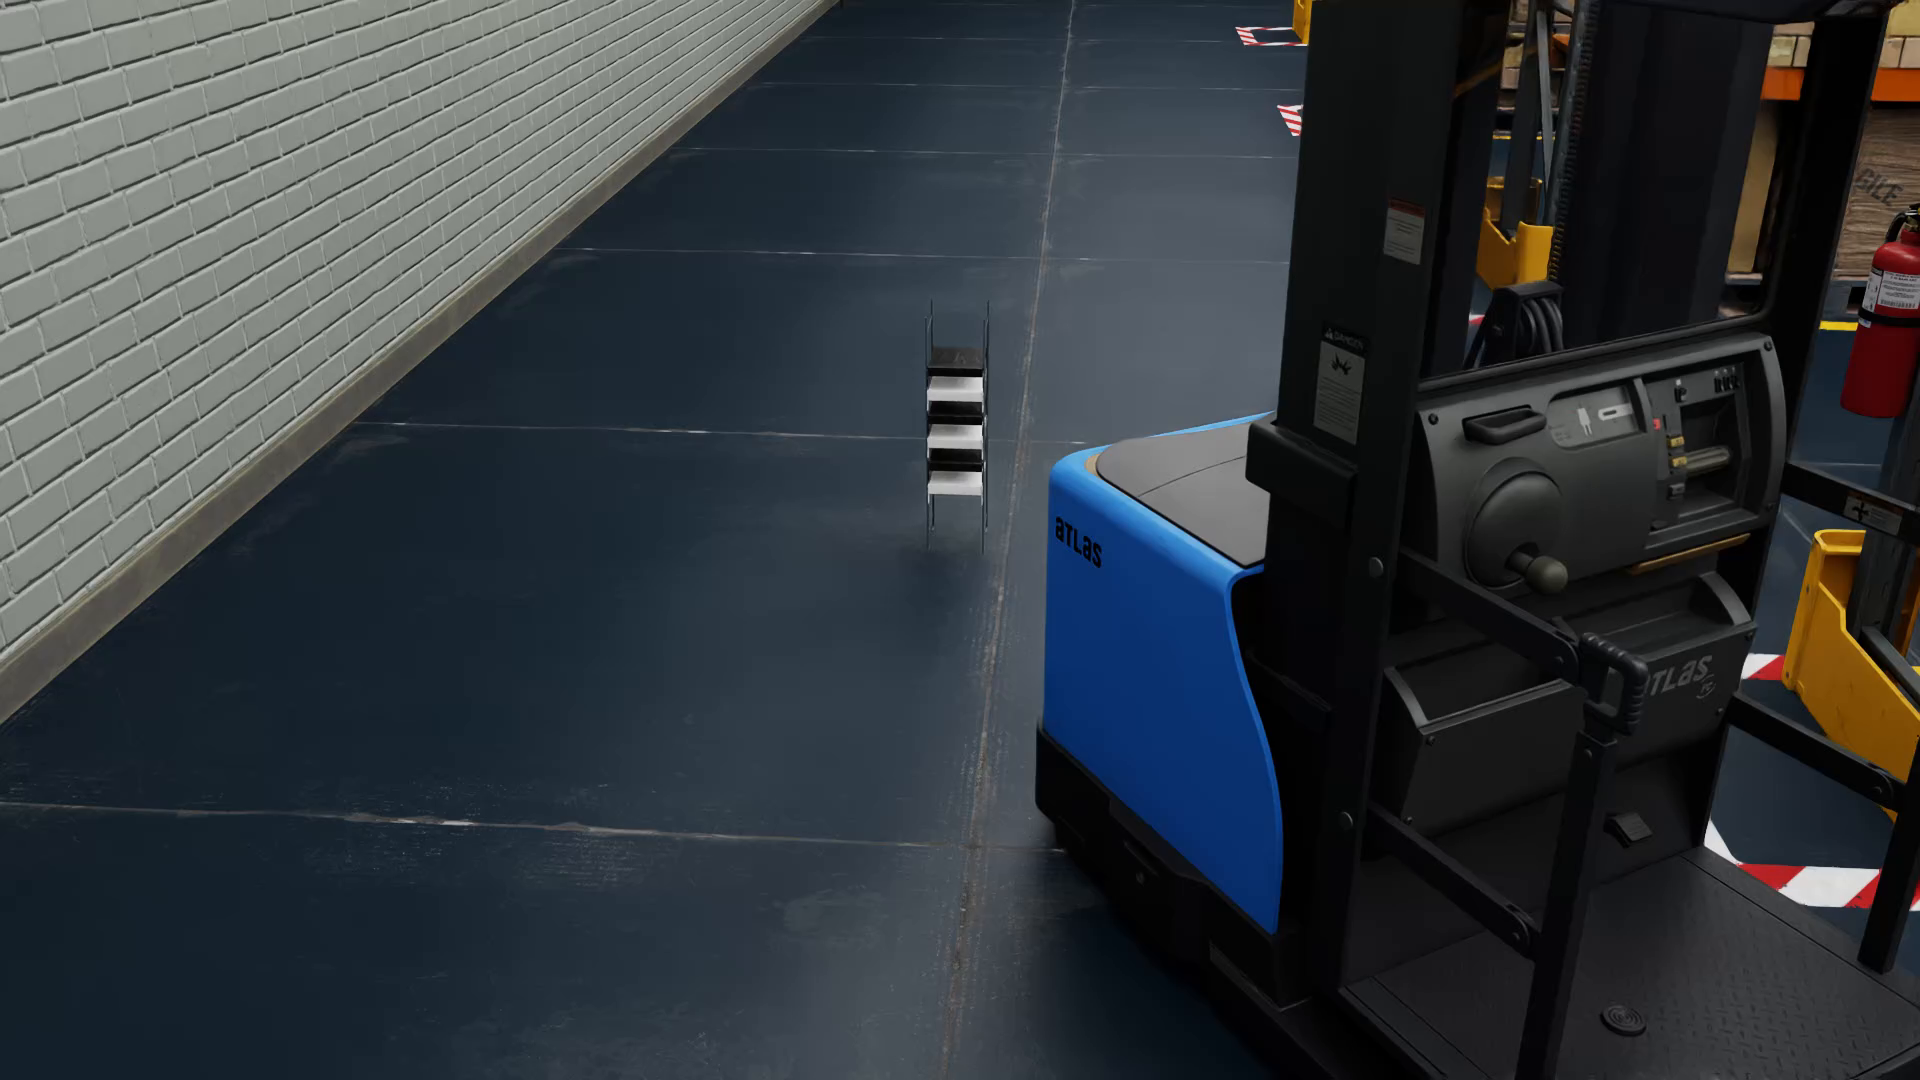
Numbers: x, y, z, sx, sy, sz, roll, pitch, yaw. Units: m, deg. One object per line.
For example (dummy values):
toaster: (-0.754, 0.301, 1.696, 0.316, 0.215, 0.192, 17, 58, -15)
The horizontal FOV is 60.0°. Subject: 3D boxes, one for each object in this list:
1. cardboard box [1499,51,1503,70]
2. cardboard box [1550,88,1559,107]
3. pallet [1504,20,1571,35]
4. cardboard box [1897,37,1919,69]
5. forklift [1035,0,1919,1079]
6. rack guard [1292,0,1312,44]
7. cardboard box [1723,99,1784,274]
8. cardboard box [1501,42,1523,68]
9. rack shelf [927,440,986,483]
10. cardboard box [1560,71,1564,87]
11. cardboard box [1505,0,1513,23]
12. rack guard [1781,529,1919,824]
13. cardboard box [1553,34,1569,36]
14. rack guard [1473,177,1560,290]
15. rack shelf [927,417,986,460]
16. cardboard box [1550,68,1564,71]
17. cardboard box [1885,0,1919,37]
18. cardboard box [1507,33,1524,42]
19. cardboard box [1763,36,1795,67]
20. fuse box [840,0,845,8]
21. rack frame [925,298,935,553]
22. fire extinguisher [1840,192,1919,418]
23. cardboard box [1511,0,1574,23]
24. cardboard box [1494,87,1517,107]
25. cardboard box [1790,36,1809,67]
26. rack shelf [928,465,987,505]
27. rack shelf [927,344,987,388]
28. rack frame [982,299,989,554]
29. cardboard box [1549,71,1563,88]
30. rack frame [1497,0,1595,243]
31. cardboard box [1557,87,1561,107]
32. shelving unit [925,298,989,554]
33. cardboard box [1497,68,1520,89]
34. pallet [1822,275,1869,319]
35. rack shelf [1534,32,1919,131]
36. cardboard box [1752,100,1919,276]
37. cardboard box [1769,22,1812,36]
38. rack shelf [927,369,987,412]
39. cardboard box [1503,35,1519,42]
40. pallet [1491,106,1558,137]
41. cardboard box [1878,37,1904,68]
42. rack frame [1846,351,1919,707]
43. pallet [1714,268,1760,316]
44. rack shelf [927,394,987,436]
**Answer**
cardboard box: (4.121, -3.834, 13.190, 0.250, 0.149, 0.380, 1, 25, 2)
cardboard box: (4.638, -3.592, 13.377, 0.250, 0.149, 0.380, 2, 25, 5)
pallet: (5.919, -5.593, 18.152, 1.213, 0.211, 1.003, 2, 25, 4)
cardboard box: (4.755, -2.459, 8.306, 0.250, 0.149, 0.380, 2, 25, 3)
forklift: (1.343, -0.119, 3.002, 1.130, 2.935, 3.031, -13, 28, -25)
rack guard: (3.879, -5.758, 18.165, 0.348, 0.500, 1.175, 2, 25, 4)
cardboard box: (3.788, -2.001, 9.049, 0.875, 0.875, 0.875, 2, 25, 4)
cardboard box: (4.405, -3.875, 13.280, 0.250, 0.149, 0.380, 2, 25, 5)
rack shelf: (-0.008, -0.297, 6.114, 0.200, 0.077, 0.258, 2, 25, 4)
cardboard box: (4.894, -3.677, 13.204, 0.250, 0.149, 0.380, 3, 25, 6)
cardboard box: (5.482, -5.914, 18.077, 0.875, 0.438, 0.875, 2, 25, 5)
rack guard: (2.740, 0.442, 4.691, 0.348, 0.500, 1.175, 2, 25, 4)
cardboard box: (4.939, -4.059, 13.679, 0.250, 0.149, 0.380, 1, 25, 2)
rack guard: (3.120, -1.627, 9.189, 0.348, 0.500, 1.175, 2, 25, 4)
rack shelf: (-0.008, -0.379, 6.076, 0.200, 0.077, 0.258, 2, 25, 4)
cardboard box: (4.647, -3.814, 13.146, 0.250, 0.149, 0.380, 2, 25, 4)
cardboard box: (4.622, -2.670, 8.288, 0.500, 0.250, 0.500, 1, 25, 2)
cardboard box: (4.686, -4.094, 13.754, 0.250, 0.149, 0.380, 1, 25, 3)
cardboard box: (3.984, -2.484, 8.360, 0.250, 0.149, 0.380, 1, 25, 3)
fuse box: (-1.415, -7.349, 20.174, 0.414, 1.711, 0.539, 2, 25, 4)
rack frame: (-0.109, -0.412, 6.070, 0.006, 0.900, 0.240, 2, 25, 4)
fire extinguisher: (2.649, -0.688, 4.695, 0.183, 0.674, 0.296, 2, 25, 4)
cardboard box: (6.381, -5.885, 18.013, 0.875, 0.438, 0.875, 1, 25, 2)
cardboard box: (4.390, -3.598, 13.388, 0.250, 0.149, 0.380, 2, 25, 4)
cardboard box: (4.244, -2.476, 8.342, 0.250, 0.149, 0.380, 1, 25, 3)
rack shelf: (-0.008, -0.215, 6.152, 0.200, 0.077, 0.258, 2, 25, 4)
rack shelf: (-0.008, -0.624, 5.964, 0.200, 0.077, 0.258, 2, 25, 4)
rack frame: (0.093, -0.406, 6.055, 0.006, 0.900, 0.240, 2, 25, 4)
cardboard box: (4.647, -3.730, 13.320, 0.250, 0.149, 0.380, 2, 25, 5)
rack frame: (3.144, -2.762, 8.665, 0.127, 3.000, 1.000, 2, 25, 4)
cardboard box: (4.884, -3.539, 13.260, 0.250, 0.149, 0.380, 2, 25, 5)
shelving unit: (-0.008, -0.409, 6.062, 0.210, 0.900, 0.258, 2, 25, 4)
cardboard box: (4.396, -3.701, 13.257, 0.250, 0.149, 0.380, 2, 25, 4)
pallet: (5.161, -1.462, 9.176, 1.213, 0.211, 1.003, 2, 25, 4)
rack shelf: (5.138, -2.371, 8.676, 4.000, 0.370, 1.077, 2, 25, 4)
cardboard box: (4.696, -1.972, 8.986, 0.875, 0.875, 0.875, 2, 25, 4)
cardboard box: (4.121, -2.687, 8.326, 0.500, 0.250, 0.500, 2, 25, 3)
rack shelf: (-0.008, -0.542, 6.001, 0.200, 0.077, 0.258, 2, 25, 4)
cardboard box: (4.418, -4.049, 13.657, 0.250, 0.149, 0.380, 2, 25, 5)
pallet: (4.508, -3.516, 13.639, 1.213, 0.211, 1.003, 2, 25, 4)
cardboard box: (4.498, -2.467, 8.324, 0.250, 0.149, 0.380, 1, 25, 3)
rack frame: (2.765, -0.698, 4.178, 0.127, 3.000, 1.000, 2, 25, 4)
pallet: (3.947, -1.502, 9.263, 1.213, 0.211, 1.003, 2, 25, 4)
rack shelf: (-0.008, -0.461, 6.039, 0.200, 0.077, 0.258, 2, 25, 4)
